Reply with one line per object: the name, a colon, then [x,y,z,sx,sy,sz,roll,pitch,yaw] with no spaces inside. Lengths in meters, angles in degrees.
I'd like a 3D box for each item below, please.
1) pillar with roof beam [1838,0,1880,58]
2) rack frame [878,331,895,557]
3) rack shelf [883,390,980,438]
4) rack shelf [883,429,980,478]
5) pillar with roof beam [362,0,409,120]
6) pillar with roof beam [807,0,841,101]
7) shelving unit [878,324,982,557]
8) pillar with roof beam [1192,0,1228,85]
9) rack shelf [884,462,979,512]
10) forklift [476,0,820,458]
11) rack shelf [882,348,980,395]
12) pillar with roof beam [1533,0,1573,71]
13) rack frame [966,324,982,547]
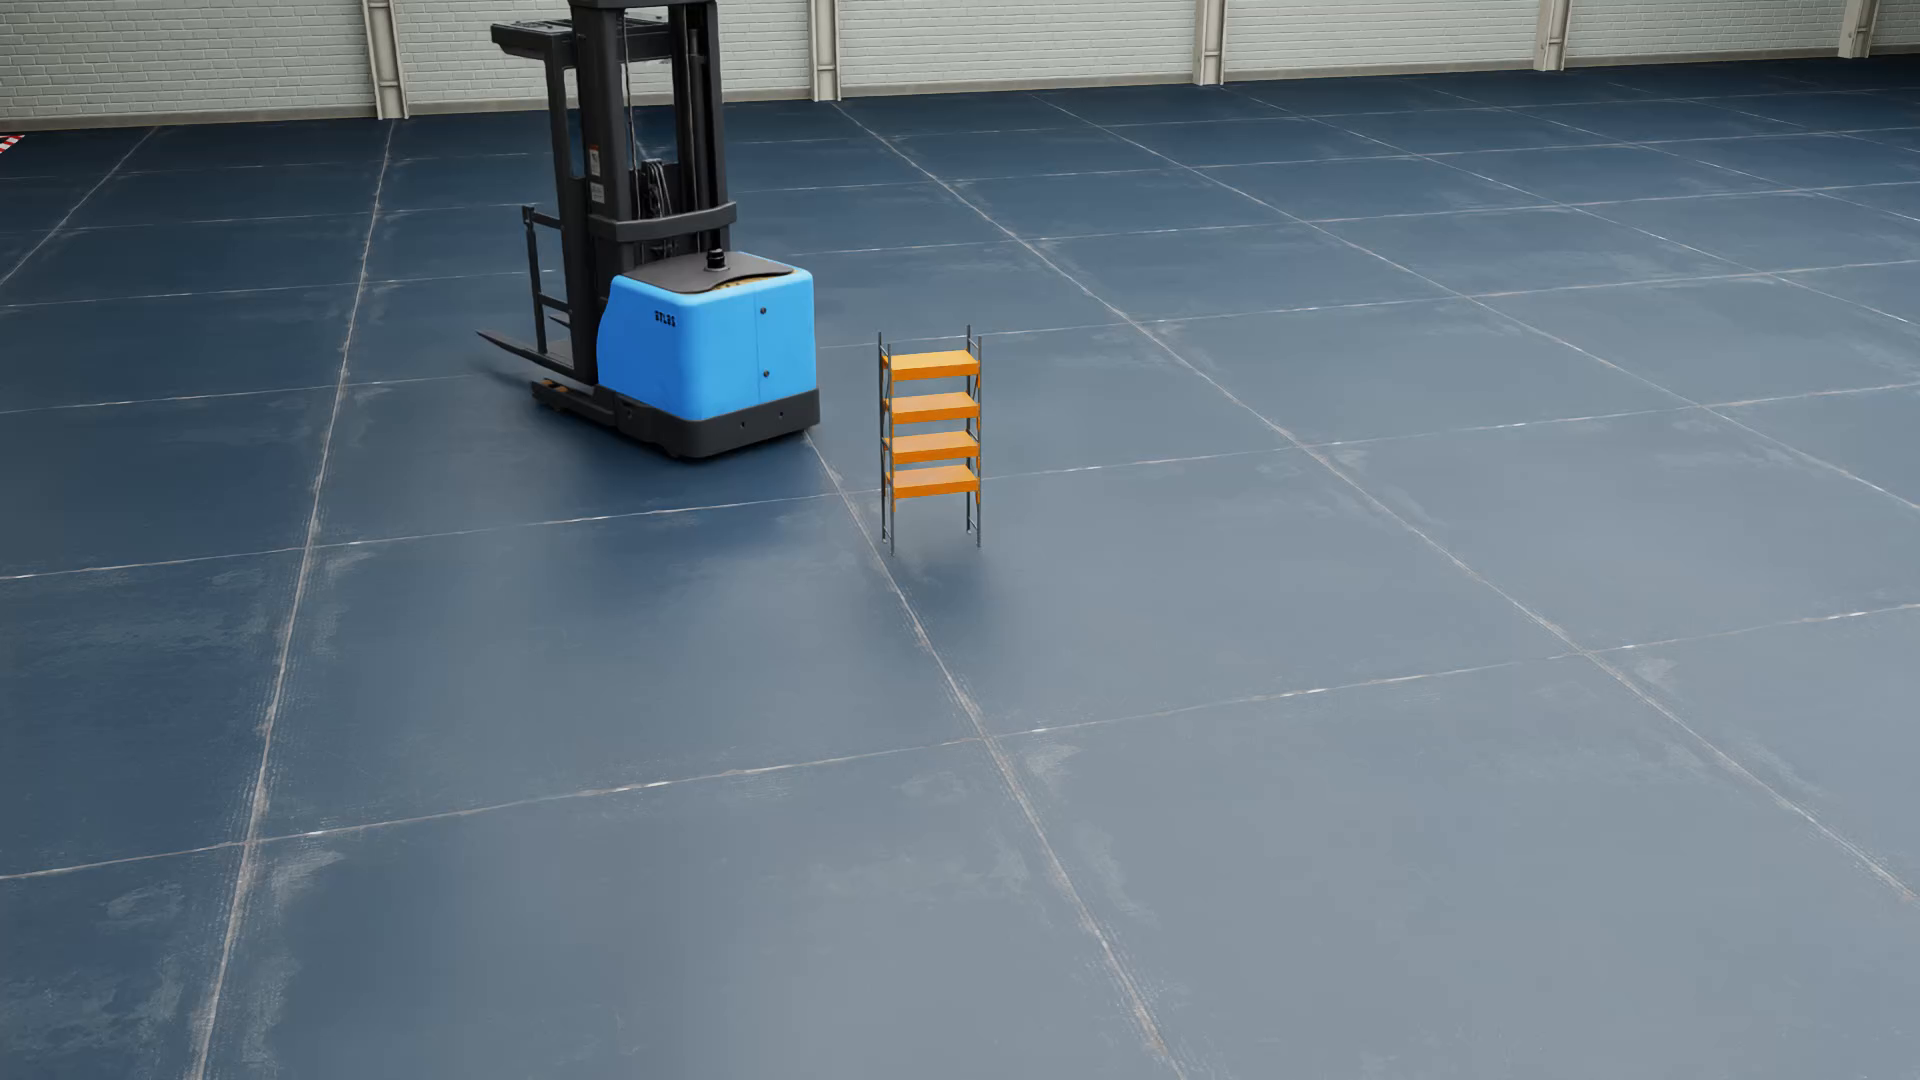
pillar with roof beam: [16.541,-10.829,23.075,0.400,9.000,9.100,-6,24,-14]
rack frame: [-0.394,-0.508,8.912,0.015,1.200,0.240,-6,24,-14]
rack shelf: [-0.159,-0.677,8.911,0.480,0.148,0.258,-6,24,-14]
rack shelf: [-0.159,-0.472,8.999,0.480,0.148,0.258,-6,24,-14]
pillar with roof beam: [-6.567,-8.273,17.118,0.400,9.000,9.100,-6,24,-14]
pillar with roof beam: [-0.790,-8.912,18.607,0.400,9.000,9.100,-6,24,-14]
shelving unit: [-0.159,-0.534,8.972,0.503,1.200,0.258,-6,24,-14]
pillar with roof beam: [4.987,-9.551,20.097,0.400,9.000,9.100,-6,24,-14]
rack shelf: [-0.159,-0.289,9.077,0.480,0.148,0.258,-6,24,-14]
forklift: [-2.292,-2.344,10.997,1.130,2.935,3.031,-21,31,-39]
rack shelf: [-0.159,-0.895,8.817,0.480,0.148,0.258,-6,24,-14]
pillar with roof beam: [10.764,-10.190,21.586,0.400,9.000,9.100,-6,24,-14]
rack frame: [0.076,-0.560,9.033,0.015,1.200,0.240,-6,24,-14]
